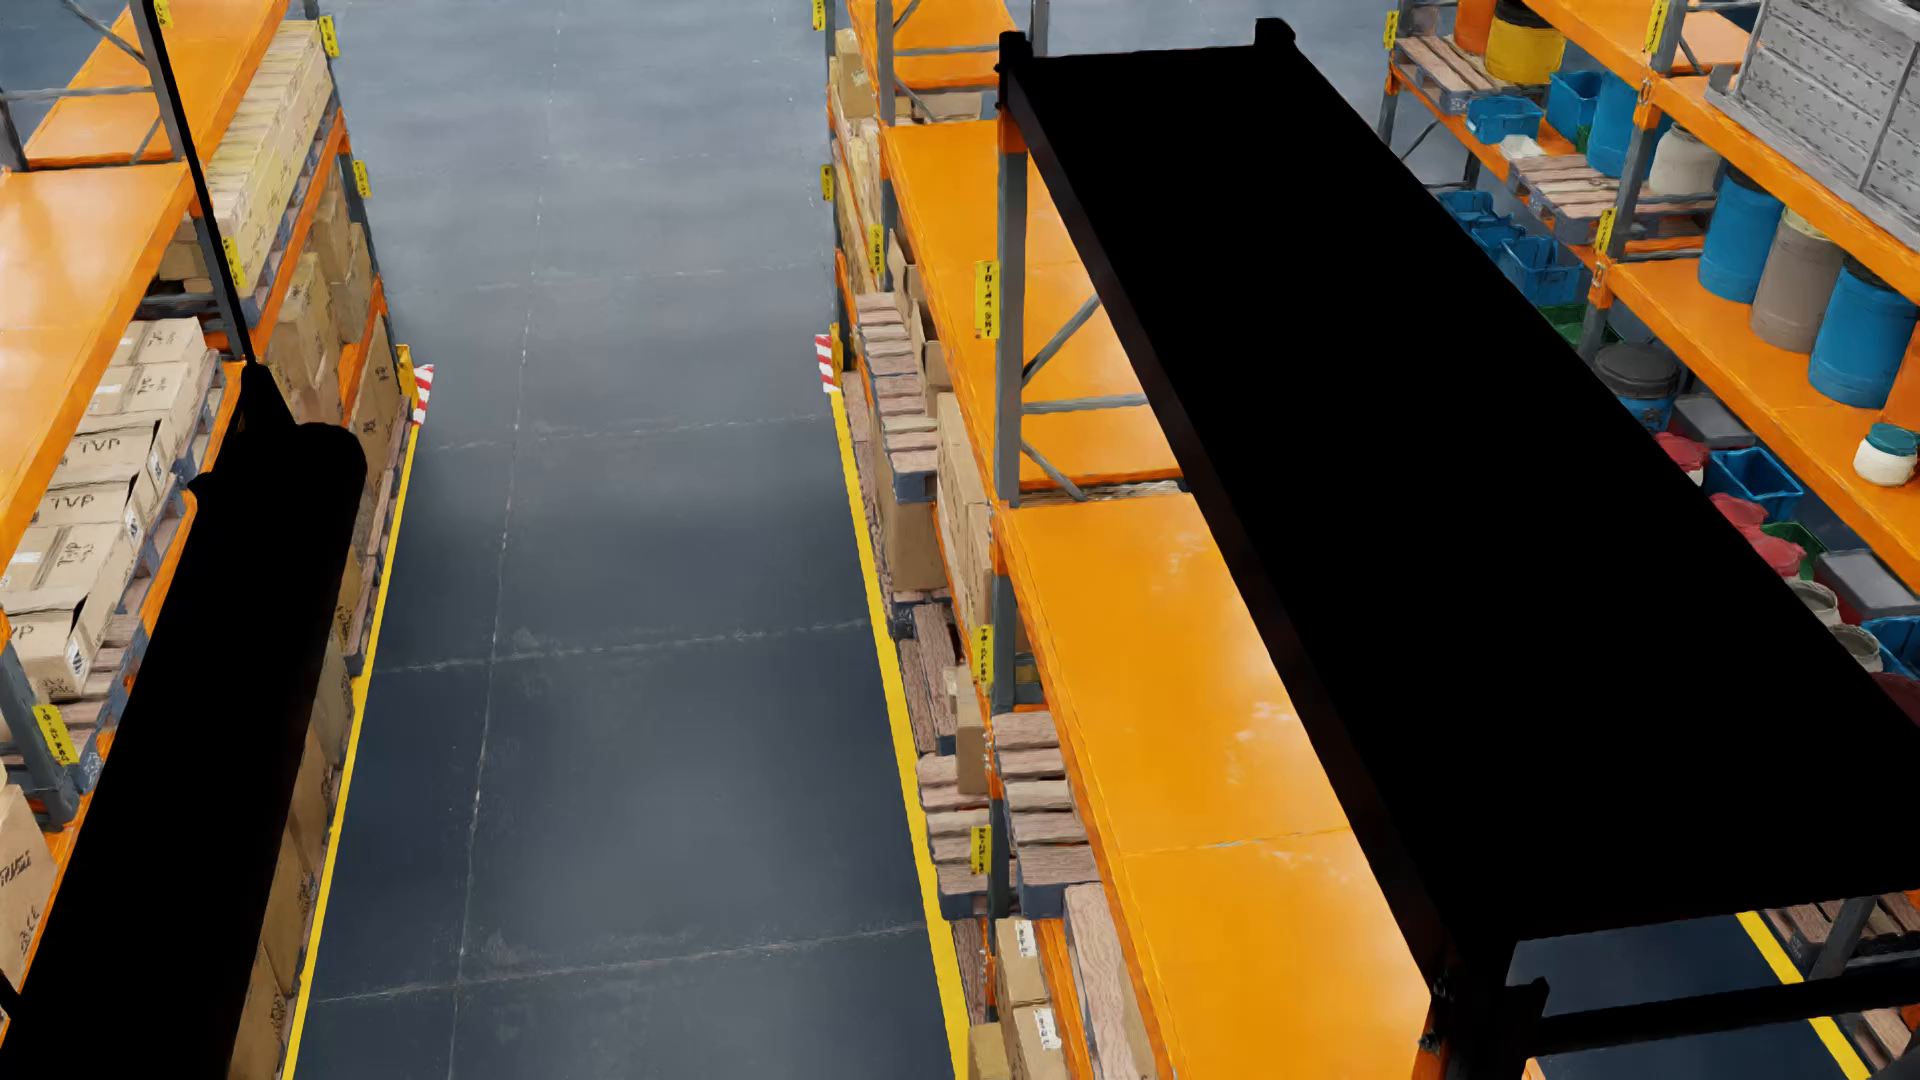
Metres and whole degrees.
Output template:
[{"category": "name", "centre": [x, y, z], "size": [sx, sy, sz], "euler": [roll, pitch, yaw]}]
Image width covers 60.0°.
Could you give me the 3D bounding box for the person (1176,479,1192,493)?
[{"category": "person", "centre": [1.700, -0.472, 12.128], "size": [0.448, 1.760, 0.632], "euler": [-27, 44, -31]}]
